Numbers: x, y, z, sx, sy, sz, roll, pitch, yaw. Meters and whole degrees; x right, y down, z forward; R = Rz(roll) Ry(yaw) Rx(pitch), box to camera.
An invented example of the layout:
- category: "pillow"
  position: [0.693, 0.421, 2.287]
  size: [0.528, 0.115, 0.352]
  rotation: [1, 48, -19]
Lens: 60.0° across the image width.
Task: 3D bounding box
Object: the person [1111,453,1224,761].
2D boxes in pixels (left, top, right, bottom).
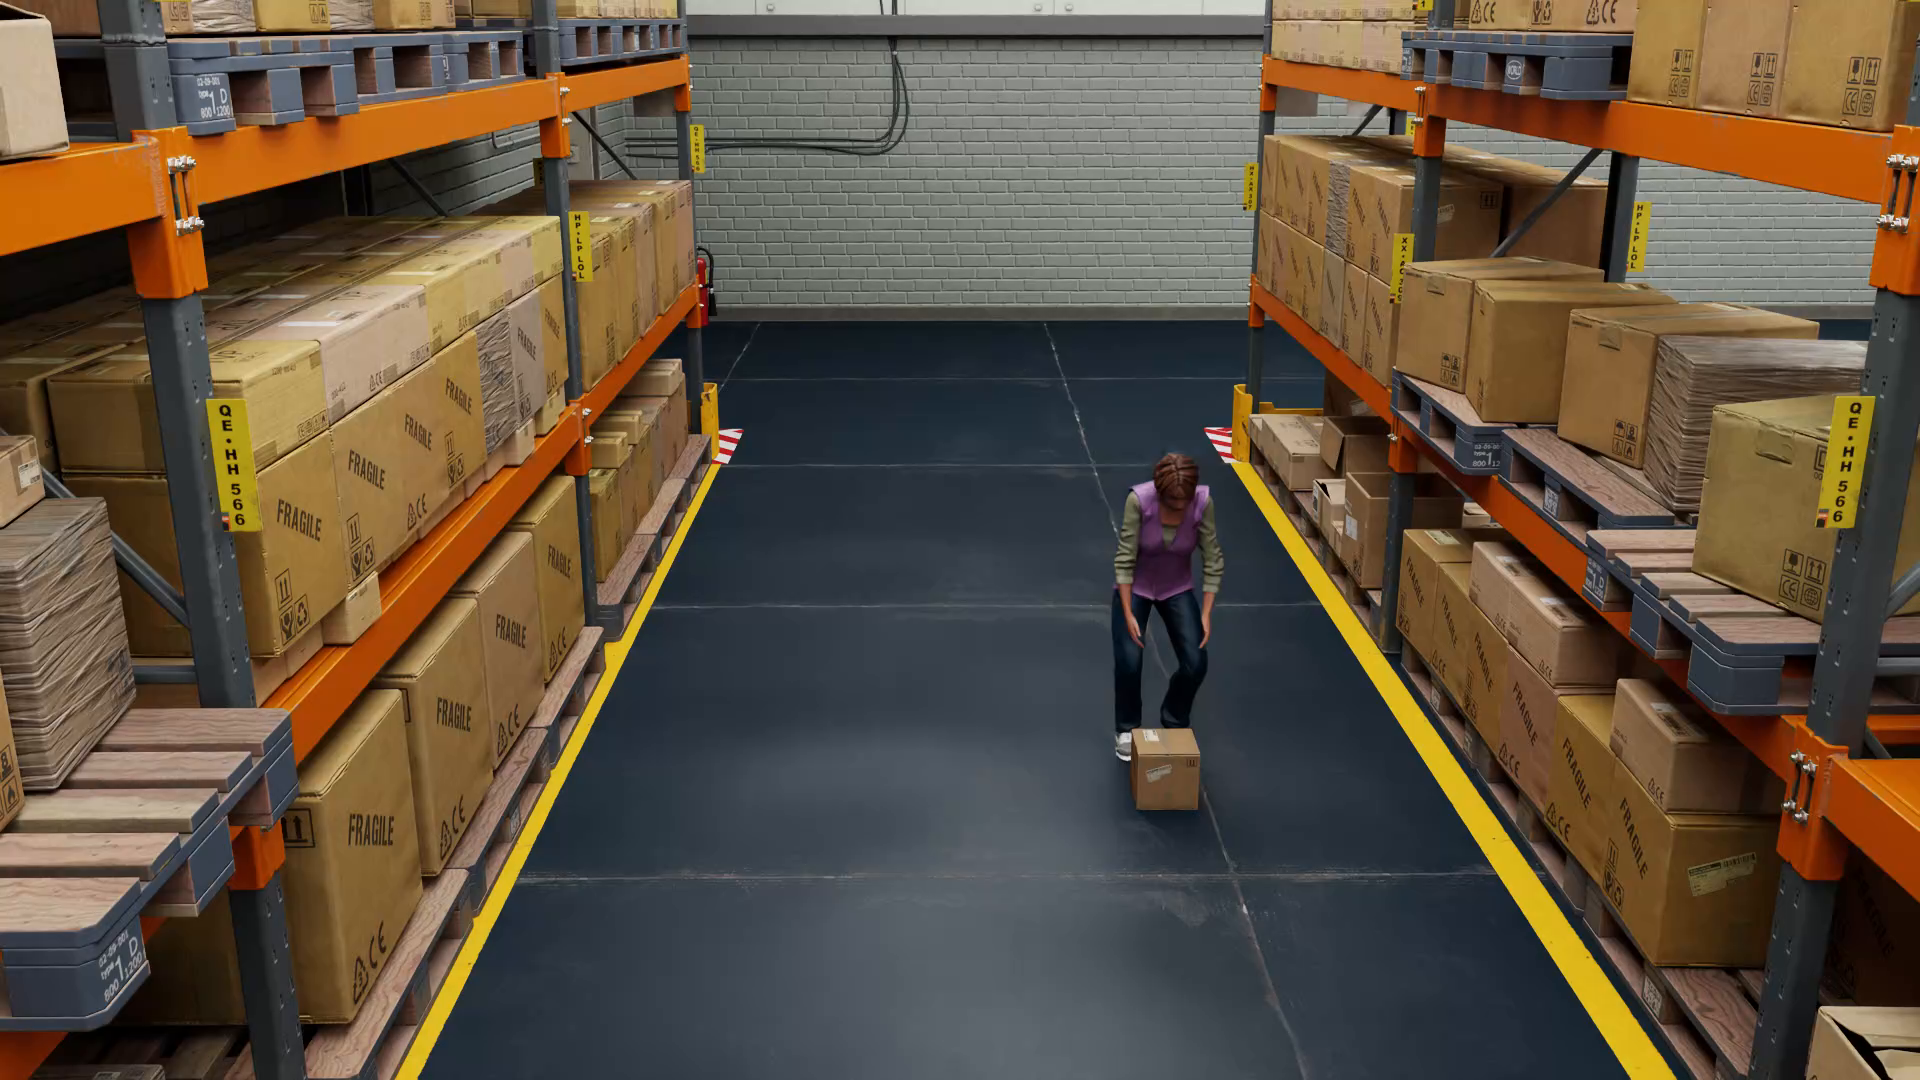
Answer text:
- category: "person"
  position: [0.872, 0.274, 7.068]
  size: [0.458, 1.381, 0.581]
  rotation: [0, 17, 0]
